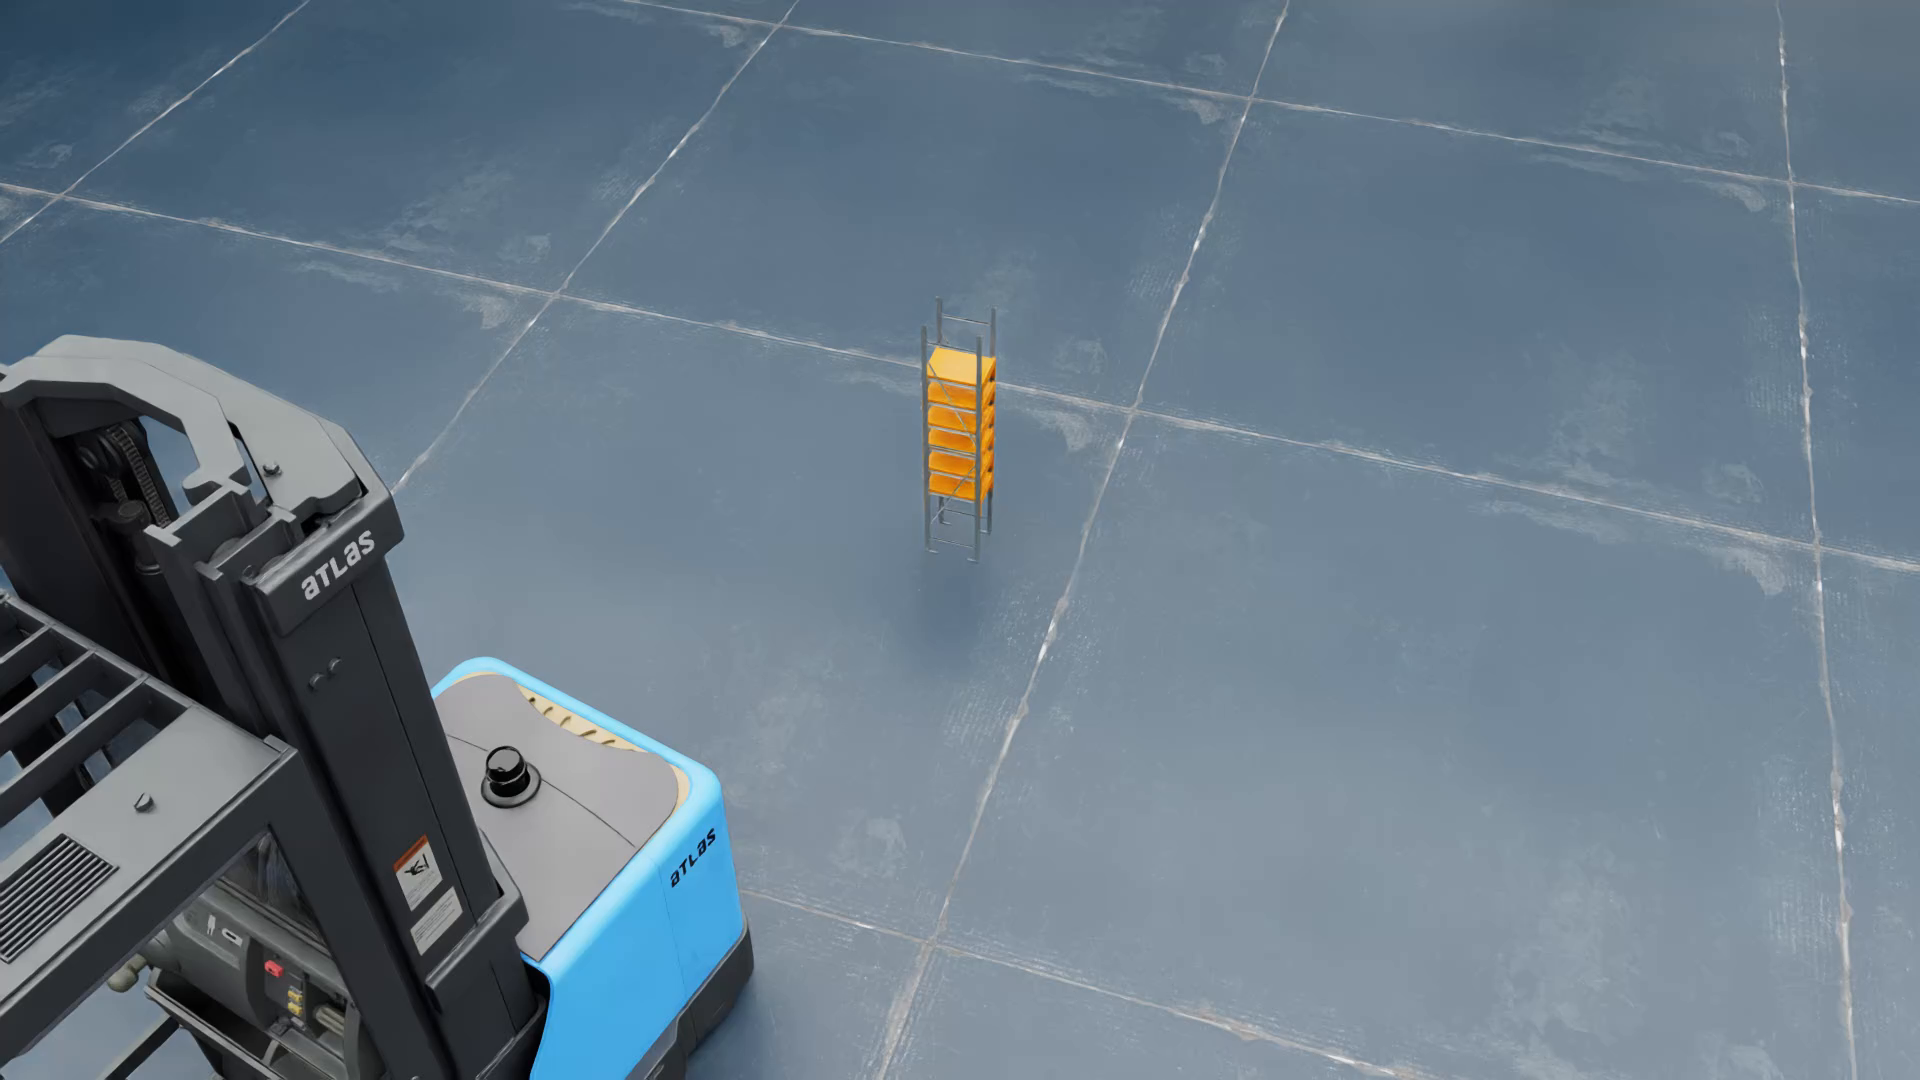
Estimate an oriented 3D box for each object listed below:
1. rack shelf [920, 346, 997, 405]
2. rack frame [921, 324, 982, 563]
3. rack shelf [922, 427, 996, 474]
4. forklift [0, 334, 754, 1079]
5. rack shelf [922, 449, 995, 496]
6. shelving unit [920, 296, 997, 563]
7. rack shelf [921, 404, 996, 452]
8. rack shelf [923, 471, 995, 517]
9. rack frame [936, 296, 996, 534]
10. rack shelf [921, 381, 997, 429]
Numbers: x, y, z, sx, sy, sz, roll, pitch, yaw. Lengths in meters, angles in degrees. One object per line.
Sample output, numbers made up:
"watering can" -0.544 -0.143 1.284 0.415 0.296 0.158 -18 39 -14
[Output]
"rack shelf" -0.004 -0.645 6.499 0.258 0.103 0.180 13 46 12
"rack frame" -0.032 -0.358 6.657 0.240 1.200 0.006 13 46 12
"rack shelf" -0.004 -0.387 6.751 0.258 0.103 0.180 13 46 12
"forklift" -1.887 1.122 3.907 1.130 2.935 3.031 23 49 22
"rack shelf" -0.004 -0.302 6.834 0.258 0.103 0.180 13 46 12
"shelving unit" -0.004 -0.419 6.719 0.258 1.200 0.189 13 46 12
"rack shelf" -0.004 -0.473 6.667 0.258 0.103 0.180 13 46 12
"rack shelf" -0.004 -0.216 6.918 0.258 0.103 0.180 13 46 12
"rack frame" 0.023 -0.480 6.782 0.240 1.200 0.006 13 46 12
"rack shelf" -0.004 -0.559 6.583 0.258 0.103 0.180 13 46 12
